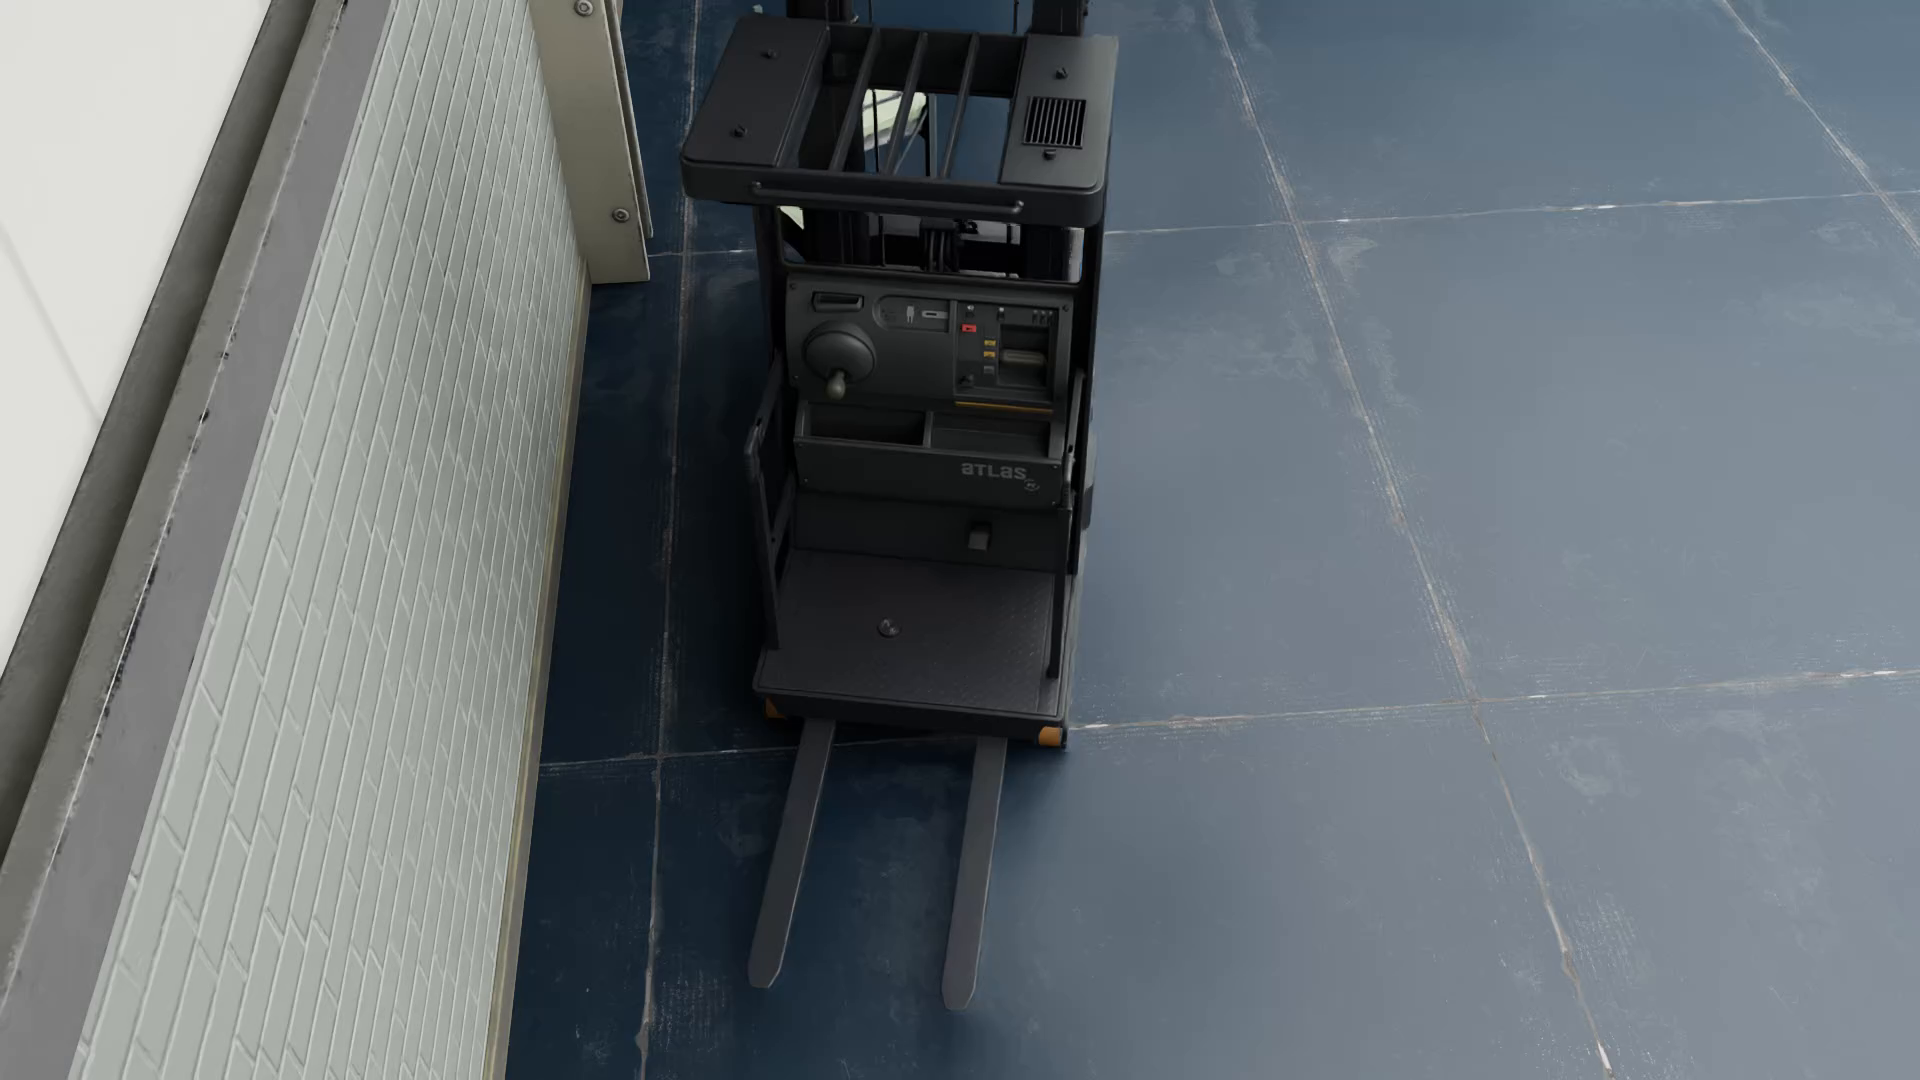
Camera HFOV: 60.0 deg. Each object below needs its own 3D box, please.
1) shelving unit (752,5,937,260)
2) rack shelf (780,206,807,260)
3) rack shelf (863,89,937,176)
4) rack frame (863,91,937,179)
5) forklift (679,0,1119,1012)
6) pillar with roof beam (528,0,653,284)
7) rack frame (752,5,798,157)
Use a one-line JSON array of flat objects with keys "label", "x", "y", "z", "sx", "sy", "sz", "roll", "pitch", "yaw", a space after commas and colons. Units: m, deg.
[{"label": "shelving unit", "x": -0.468, "y": -1.493, "z": 7.131, "sx": 0.431, "sy": 1.500, "sz": 0.755, "roll": -25, "pitch": 52, "yaw": -22}, {"label": "rack shelf", "x": -0.468, "y": -1.269, "z": 7.368, "sx": 0.431, "sy": 0.370, "sz": 0.720, "roll": -25, "pitch": 52, "yaw": -22}, {"label": "rack shelf", "x": -0.468, "y": -1.761, "z": 6.848, "sx": 0.431, "sy": 0.370, "sz": 0.720, "roll": -25, "pitch": 52, "yaw": -22}, {"label": "rack frame", "x": -0.268, "y": -1.271, "z": 6.920, "sx": 0.400, "sy": 1.500, "sz": 0.023, "roll": -25, "pitch": 52, "yaw": -22}, {"label": "forklift", "x": -0.128, "y": -0.535, "z": 5.238, "sx": 1.130, "sy": 2.935, "sz": 3.031, "roll": 5, "pitch": 47, "yaw": 5}, {"label": "pillar with roof beam", "x": 2.640, "y": -4.725, "z": 5.027, "sx": 9.100, "sy": 9.000, "sz": 0.400, "roll": -3, "pitch": 47, "yaw": -3}, {"label": "rack frame", "x": -0.669, "y": -1.715, "z": 7.341, "sx": 0.400, "sy": 1.500, "sz": 0.023, "roll": -25, "pitch": 52, "yaw": -22}]
